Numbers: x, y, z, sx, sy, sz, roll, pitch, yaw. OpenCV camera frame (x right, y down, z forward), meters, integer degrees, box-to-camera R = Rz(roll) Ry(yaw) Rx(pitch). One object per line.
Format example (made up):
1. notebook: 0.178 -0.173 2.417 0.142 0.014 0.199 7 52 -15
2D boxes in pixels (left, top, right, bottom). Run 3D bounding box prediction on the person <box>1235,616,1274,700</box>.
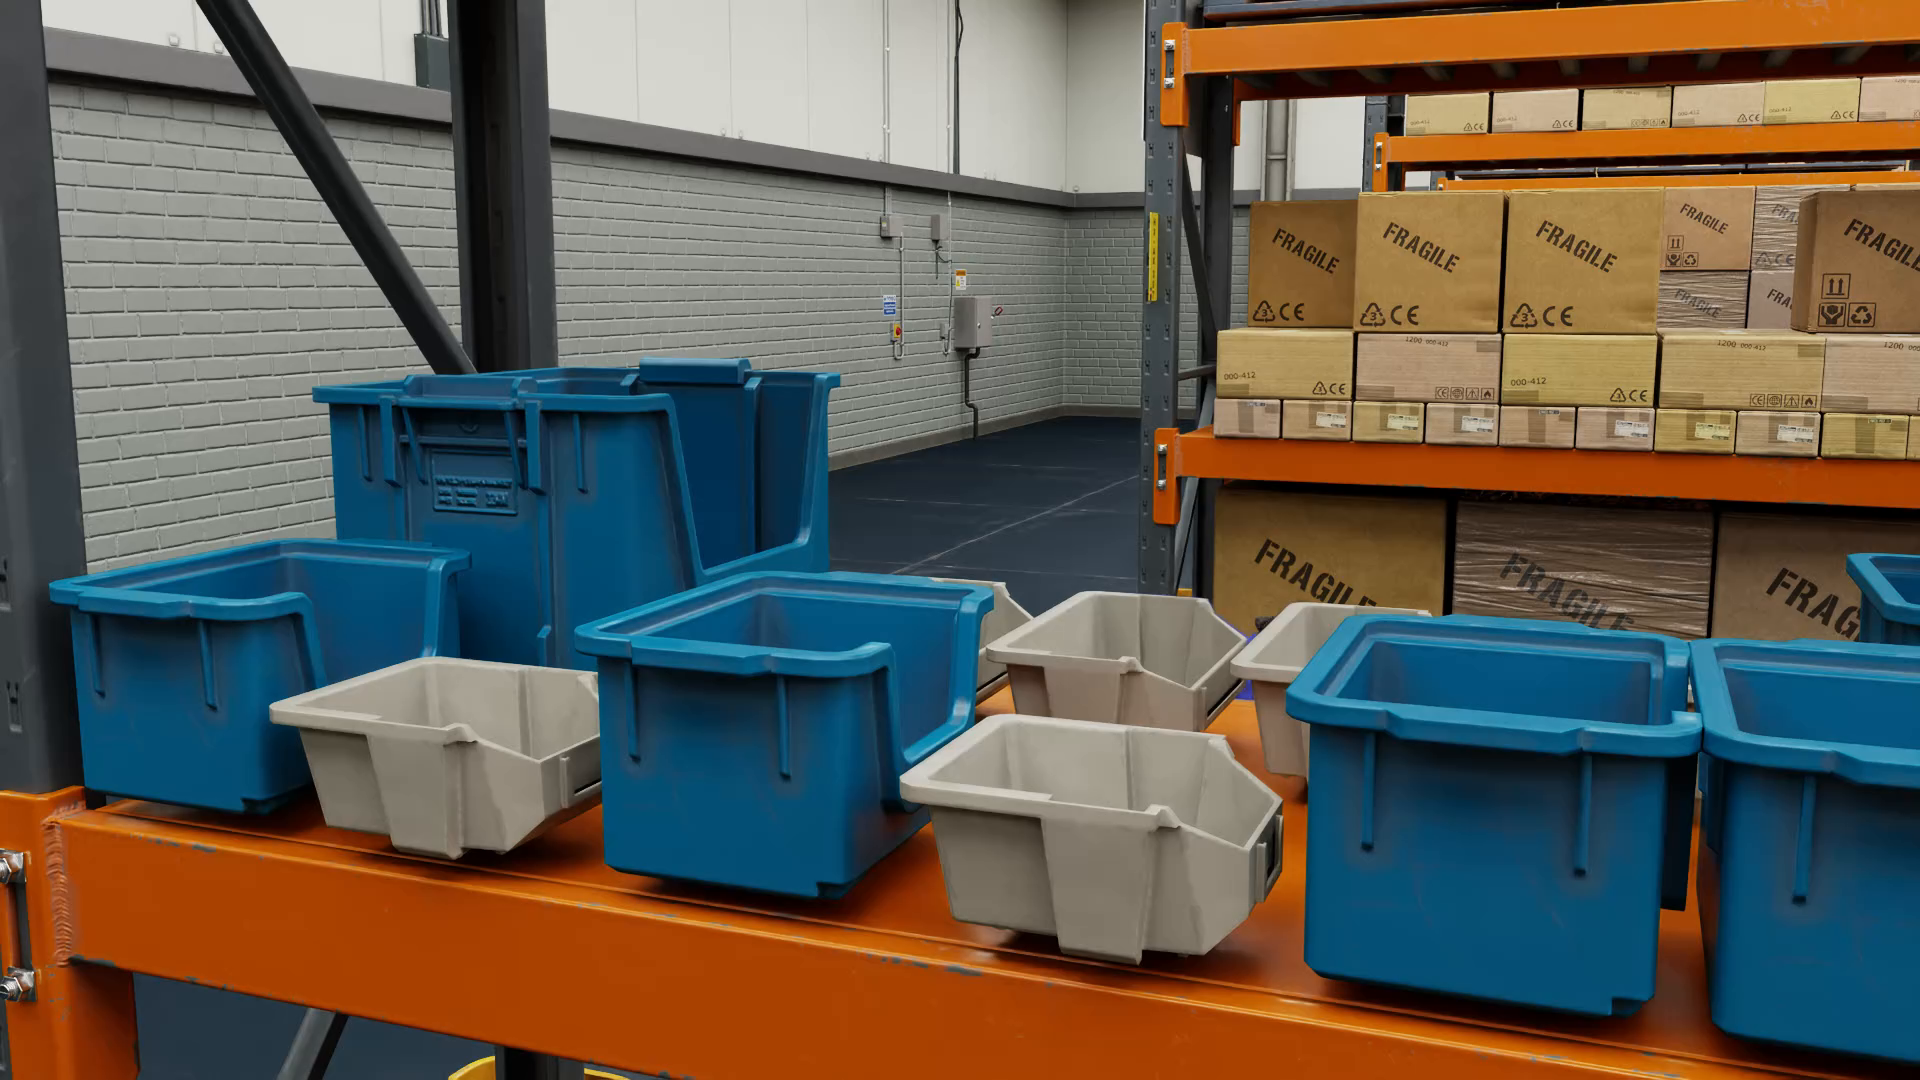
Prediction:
1. person: 0.812 0.654 5.527 0.827 0.815 0.479 1 9 8
